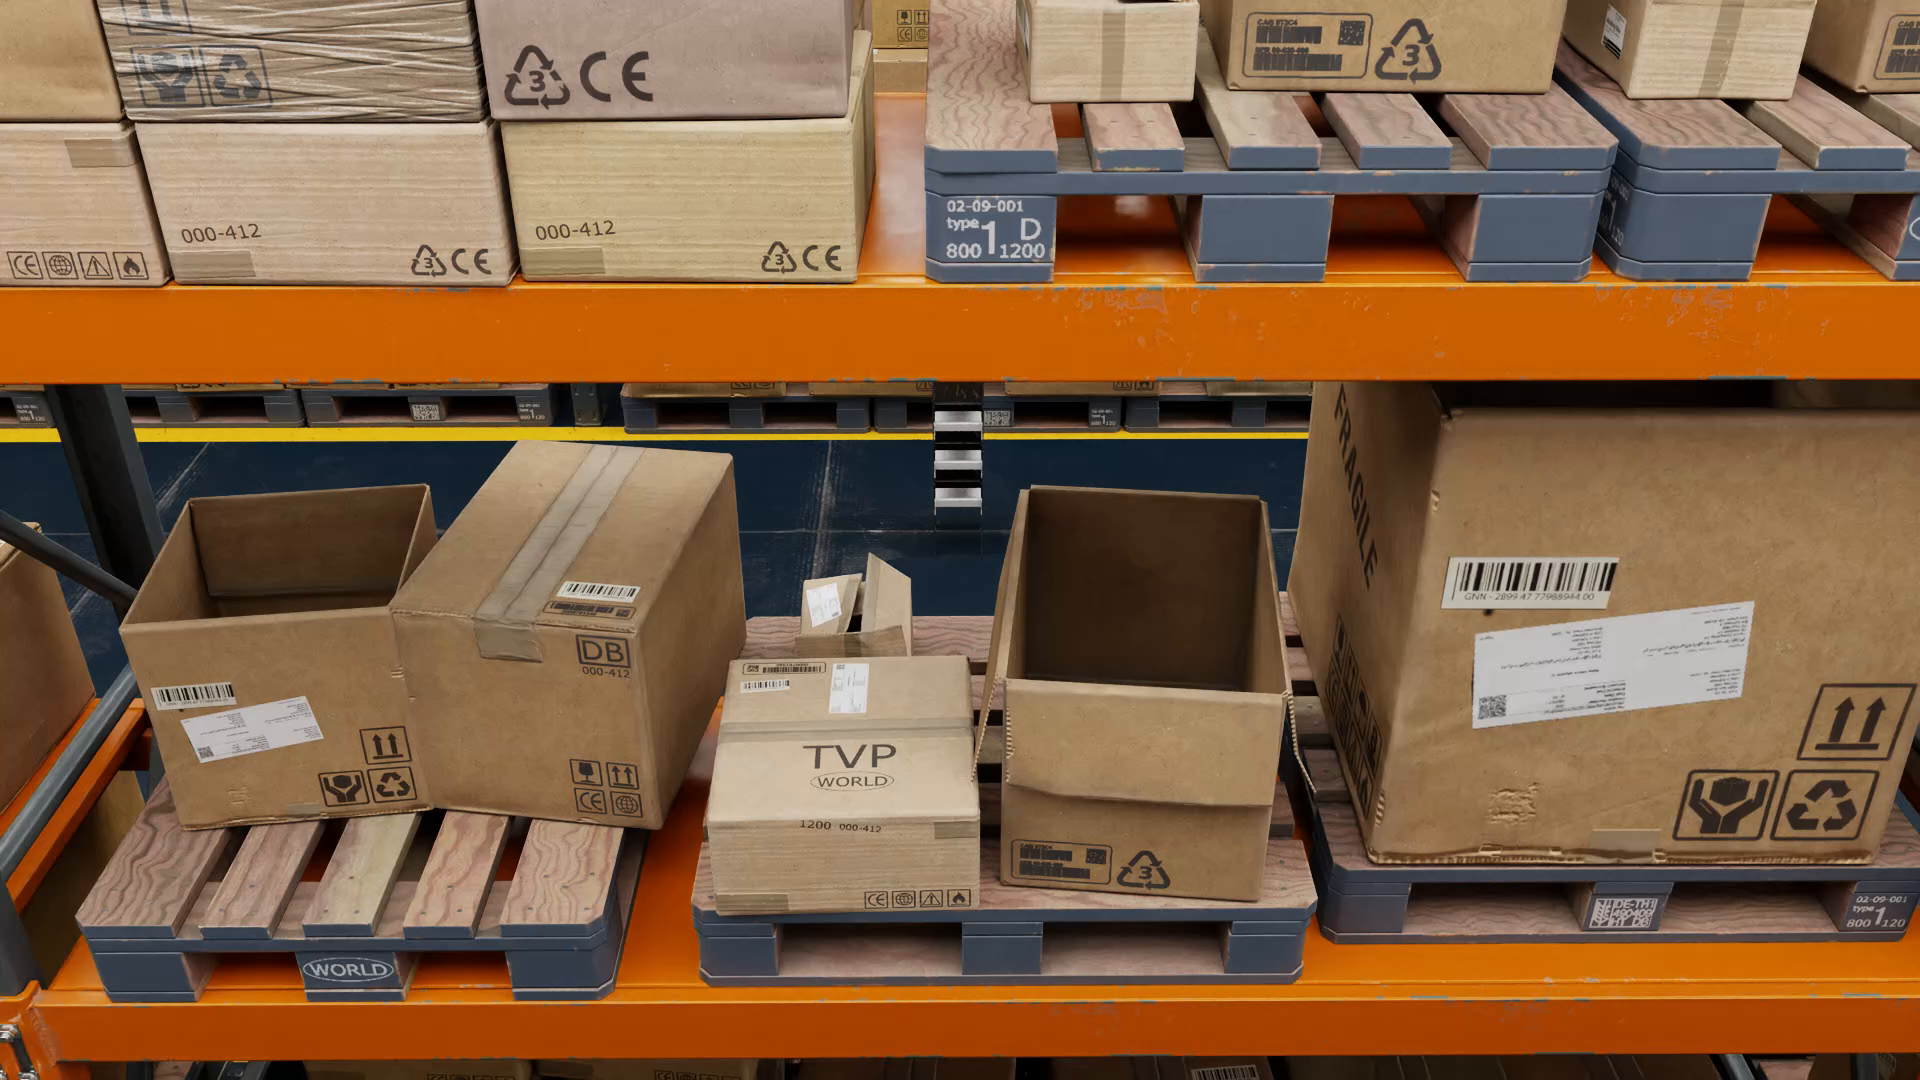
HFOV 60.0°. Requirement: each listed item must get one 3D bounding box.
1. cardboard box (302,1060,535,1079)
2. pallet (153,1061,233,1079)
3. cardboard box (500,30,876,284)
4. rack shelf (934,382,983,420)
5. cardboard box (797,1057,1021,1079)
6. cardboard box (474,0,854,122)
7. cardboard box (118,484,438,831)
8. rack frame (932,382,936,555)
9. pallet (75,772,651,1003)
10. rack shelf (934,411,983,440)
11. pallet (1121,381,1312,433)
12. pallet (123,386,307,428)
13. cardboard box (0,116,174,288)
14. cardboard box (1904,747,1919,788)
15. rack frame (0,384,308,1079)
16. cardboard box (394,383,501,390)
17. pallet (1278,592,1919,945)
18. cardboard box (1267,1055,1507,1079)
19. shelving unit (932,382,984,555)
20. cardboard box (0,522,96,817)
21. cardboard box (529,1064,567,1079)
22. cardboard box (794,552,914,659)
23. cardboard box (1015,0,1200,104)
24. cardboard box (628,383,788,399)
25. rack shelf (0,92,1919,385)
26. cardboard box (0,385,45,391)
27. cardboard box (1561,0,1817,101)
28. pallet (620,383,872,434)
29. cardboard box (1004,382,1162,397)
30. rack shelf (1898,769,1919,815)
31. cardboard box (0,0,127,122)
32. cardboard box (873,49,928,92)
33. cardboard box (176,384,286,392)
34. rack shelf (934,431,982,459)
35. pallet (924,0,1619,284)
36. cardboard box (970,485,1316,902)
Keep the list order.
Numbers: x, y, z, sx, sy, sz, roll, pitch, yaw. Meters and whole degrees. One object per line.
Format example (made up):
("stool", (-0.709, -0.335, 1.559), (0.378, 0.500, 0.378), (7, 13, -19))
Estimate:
("cardboard box", (-1.229, 1.021, 3.939), (0.500, 0.250, 0.500), (1, 31, 2))
("pallet", (-2.688, 1.634, 4.353), (1.213, 0.211, 1.003), (0, 31, 0))
("cardboard box", (-0.400, -0.617, 2.628), (0.500, 0.250, 0.500), (0, 31, 1))
("rack shelf", (-0.008, -0.587, 6.894), (0.200, 0.077, 0.258), (0, 31, 0))
("cardboard box", (-0.107, 1.333, 4.147), (0.500, 0.500, 0.700), (2, 31, 4))
("cardboard box", (-0.417, -0.933, 2.427), (0.500, 0.500, 0.500), (-1, 31, -2))
("cardboard box", (-1.359, 0.234, 3.472), (0.500, 0.500, 0.500), (-4, 31, -6))
("rack frame", (-0.110, -0.384, 7.016), (0.006, 0.900, 0.240), (0, 31, 0))
("pallet", (-1.187, 0.503, 3.714), (1.003, 0.211, 1.213), (0, 31, 0))
("rack shelf", (-0.008, -0.510, 6.940), (0.200, 0.077, 0.258), (0, 31, 0))
("pallet", (1.401, -0.873, 8.486), (1.213, 0.211, 1.003), (0, 31, 0))
("pallet", (-3.826, -0.898, 8.527), (1.213, 0.211, 1.003), (0, 31, 0))
("cardboard box", (-1.427, -0.609, 2.615), (0.500, 0.250, 0.500), (0, 31, 1))
("cardboard box", (2.314, 0.420, 3.908), (0.250, 0.149, 0.380), (0, 31, 0))
("rack frame", (-1.899, 0.478, 3.570), (0.127, 3.000, 1.000), (0, 31, 0))
("cardboard box", (-2.484, -1.068, 8.123), (0.500, 0.500, 0.500), (0, 31, -1))
("pallet", (1.336, 0.475, 3.760), (1.213, 0.211, 1.003), (0, 31, 0))
("cardboard box", (1.010, 1.329, 4.153), (0.500, 0.500, 0.700), (0, 31, -1))
("shelving unit", (-0.008, -0.385, 7.017), (0.210, 0.900, 0.258), (0, 31, 0))
("cardboard box", (-2.386, 0.296, 3.774), (0.500, 0.500, 0.500), (1, 31, 1))
("cardboard box", (-1.229, 1.347, 4.124), (0.500, 0.500, 0.700), (-2, 31, -3))
("cardboard box", (-0.233, 0.211, 3.735), (0.258, 0.266, 0.396), (-1, 31, -2))
("cardboard box", (0.227, -0.838, 2.669), (0.250, 0.166, 0.380), (-1, 31, -2))
("cardboard box", (-1.218, -1.268, 8.211), (0.750, 0.750, 1.050), (-1, 31, -1))
("rack shelf", (0.101, -0.503, 2.988), (4.000, 0.370, 1.077), (0, 31, 0))
("cardboard box", (-4.558, -1.060, 8.111), (0.500, 0.500, 0.500), (1, 31, 2))
("cardboard box", (1.162, -0.884, 2.648), (0.258, 0.266, 0.396), (1, 31, 1))
("pallet", (-1.039, -0.866, 8.474), (1.213, 0.211, 1.003), (0, 31, 0))
("cardboard box", (0.587, -1.275, 8.224), (0.750, 0.750, 1.050), (0, 31, 0))
("rack shelf", (4.101, 0.767, 3.787), (4.000, 0.370, 1.077), (0, 31, 0))
("cardboard box", (-1.427, -0.928, 2.418), (0.500, 0.500, 0.500), (0, 31, 0))
("cardboard box", (-0.364, -2.003, 7.563), (0.500, 0.500, 0.500), (0, 31, 0))
("cardboard box", (-3.532, -1.058, 8.107), (0.500, 0.500, 0.500), (-2, 31, -3))
("rack shelf", (-0.008, -0.433, 6.987), (0.200, 0.077, 0.258), (0, 31, 0))
("pallet", (0.446, -0.785, 2.941), (1.003, 0.211, 1.213), (0, 31, 0))
("cardboard box", (0.368, 0.296, 3.367), (0.637, 0.503, 0.797), (3, 31, 5))
